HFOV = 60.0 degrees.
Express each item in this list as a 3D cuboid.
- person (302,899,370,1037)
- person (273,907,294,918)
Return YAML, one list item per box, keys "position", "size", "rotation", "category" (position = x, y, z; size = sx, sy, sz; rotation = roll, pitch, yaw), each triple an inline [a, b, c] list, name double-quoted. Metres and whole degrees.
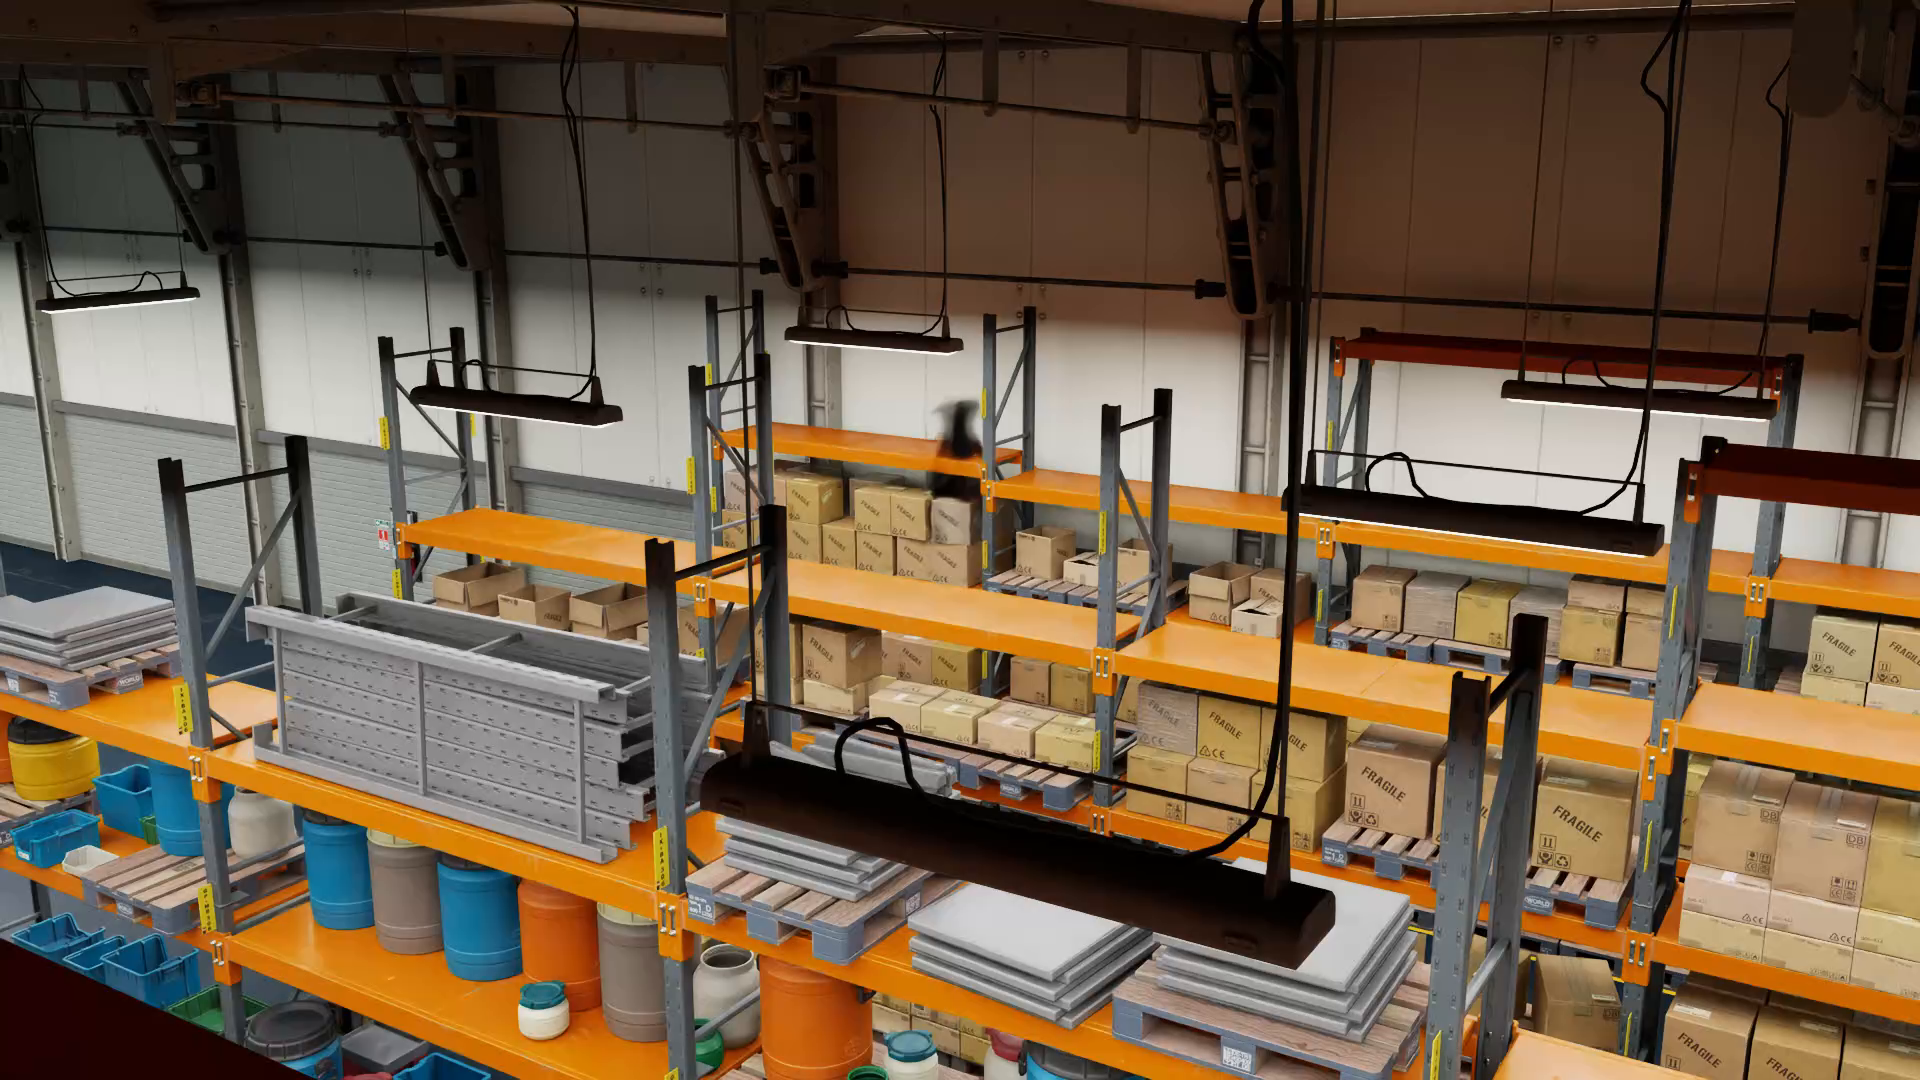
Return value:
- position: [-5.429, 3.836, 14.606]
  size: [1.235, 1.567, 0.699]
  rotation: [13, 19, 42]
  category: "person"
- position: [-6.652, 3.365, 16.234]
  size: [0.557, 1.646, 0.714]
  rotation: [-2, 14, -8]
  category: "person"
